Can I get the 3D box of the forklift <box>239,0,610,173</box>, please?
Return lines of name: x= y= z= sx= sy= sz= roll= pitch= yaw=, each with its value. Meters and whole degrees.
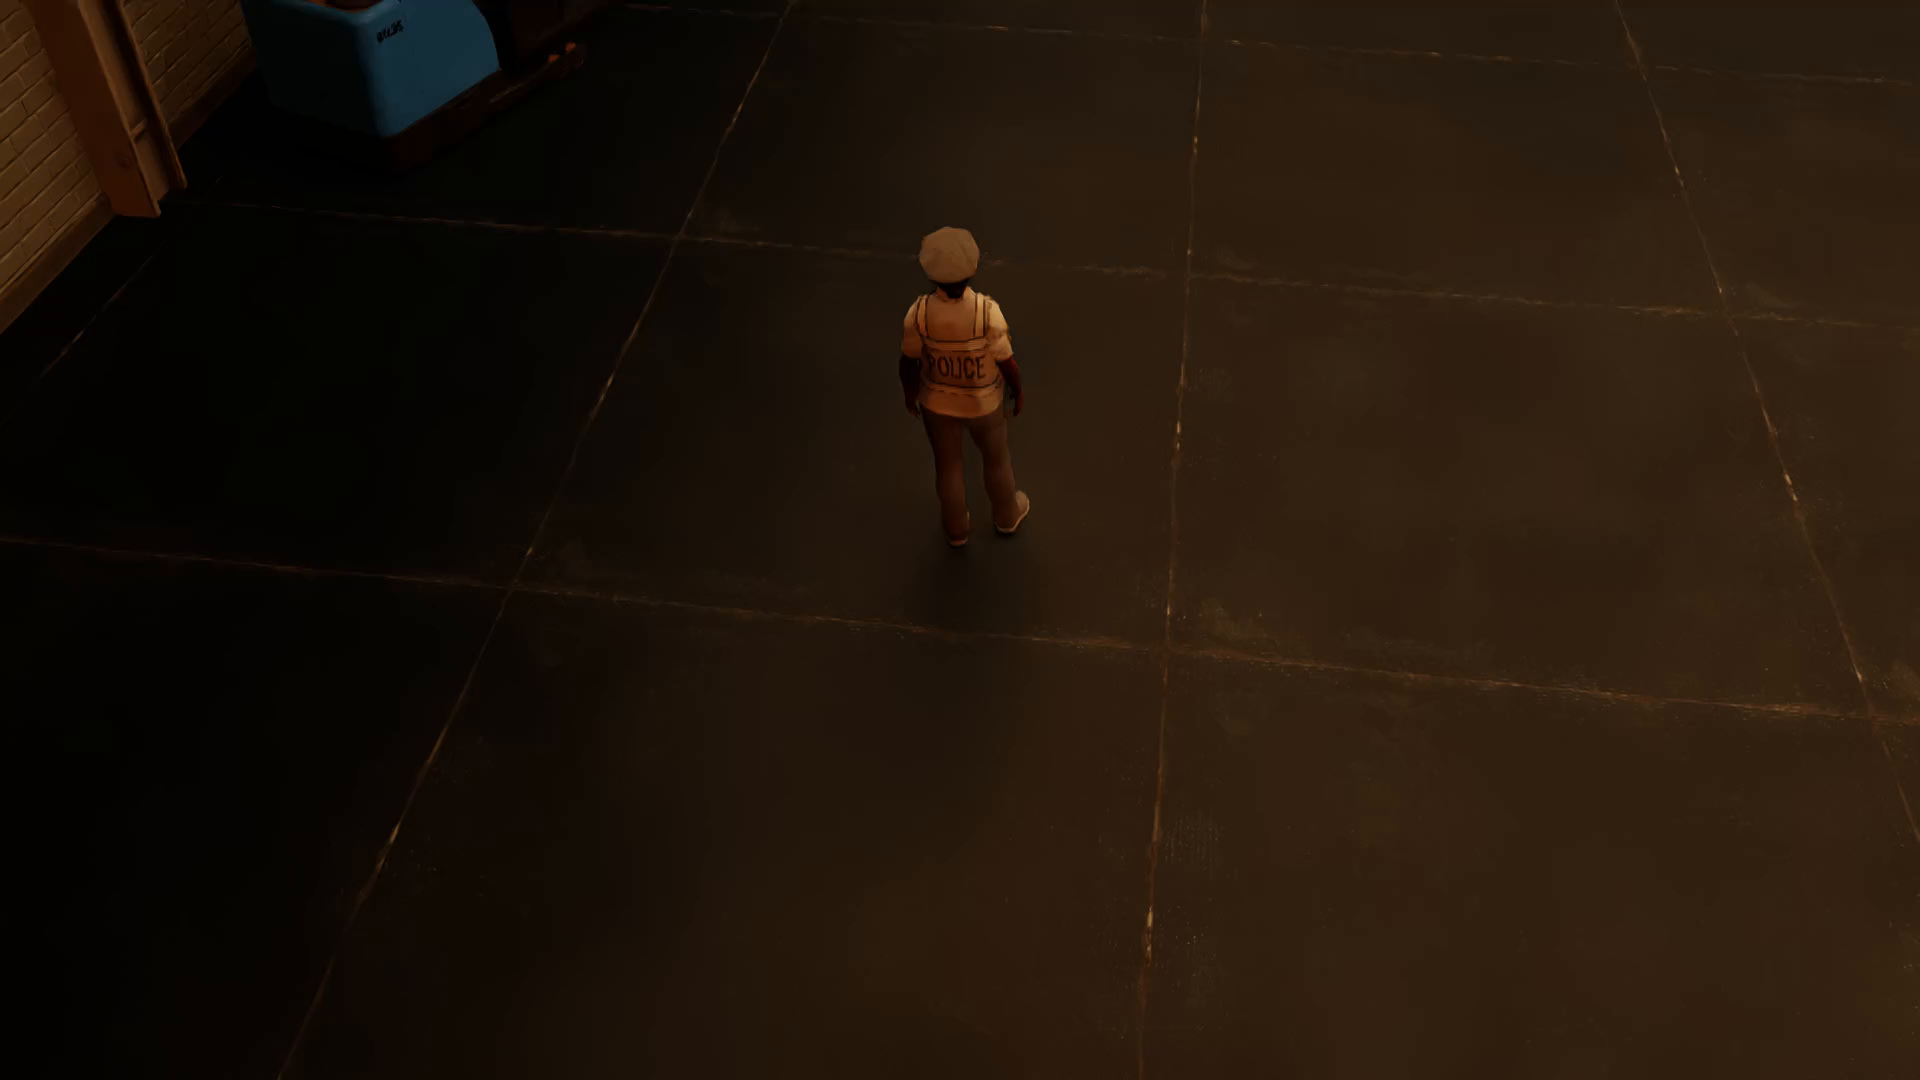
forklift: x=-3.217 y=-4.334 z=10.442 sx=1.130 sy=2.935 sz=3.031 roll=19 pitch=46 yaw=20

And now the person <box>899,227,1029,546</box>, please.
person: x=0.029 y=-0.677 z=7.366 sx=0.570 sy=1.693 sz=0.529 roll=5 pitch=43 yaw=6
